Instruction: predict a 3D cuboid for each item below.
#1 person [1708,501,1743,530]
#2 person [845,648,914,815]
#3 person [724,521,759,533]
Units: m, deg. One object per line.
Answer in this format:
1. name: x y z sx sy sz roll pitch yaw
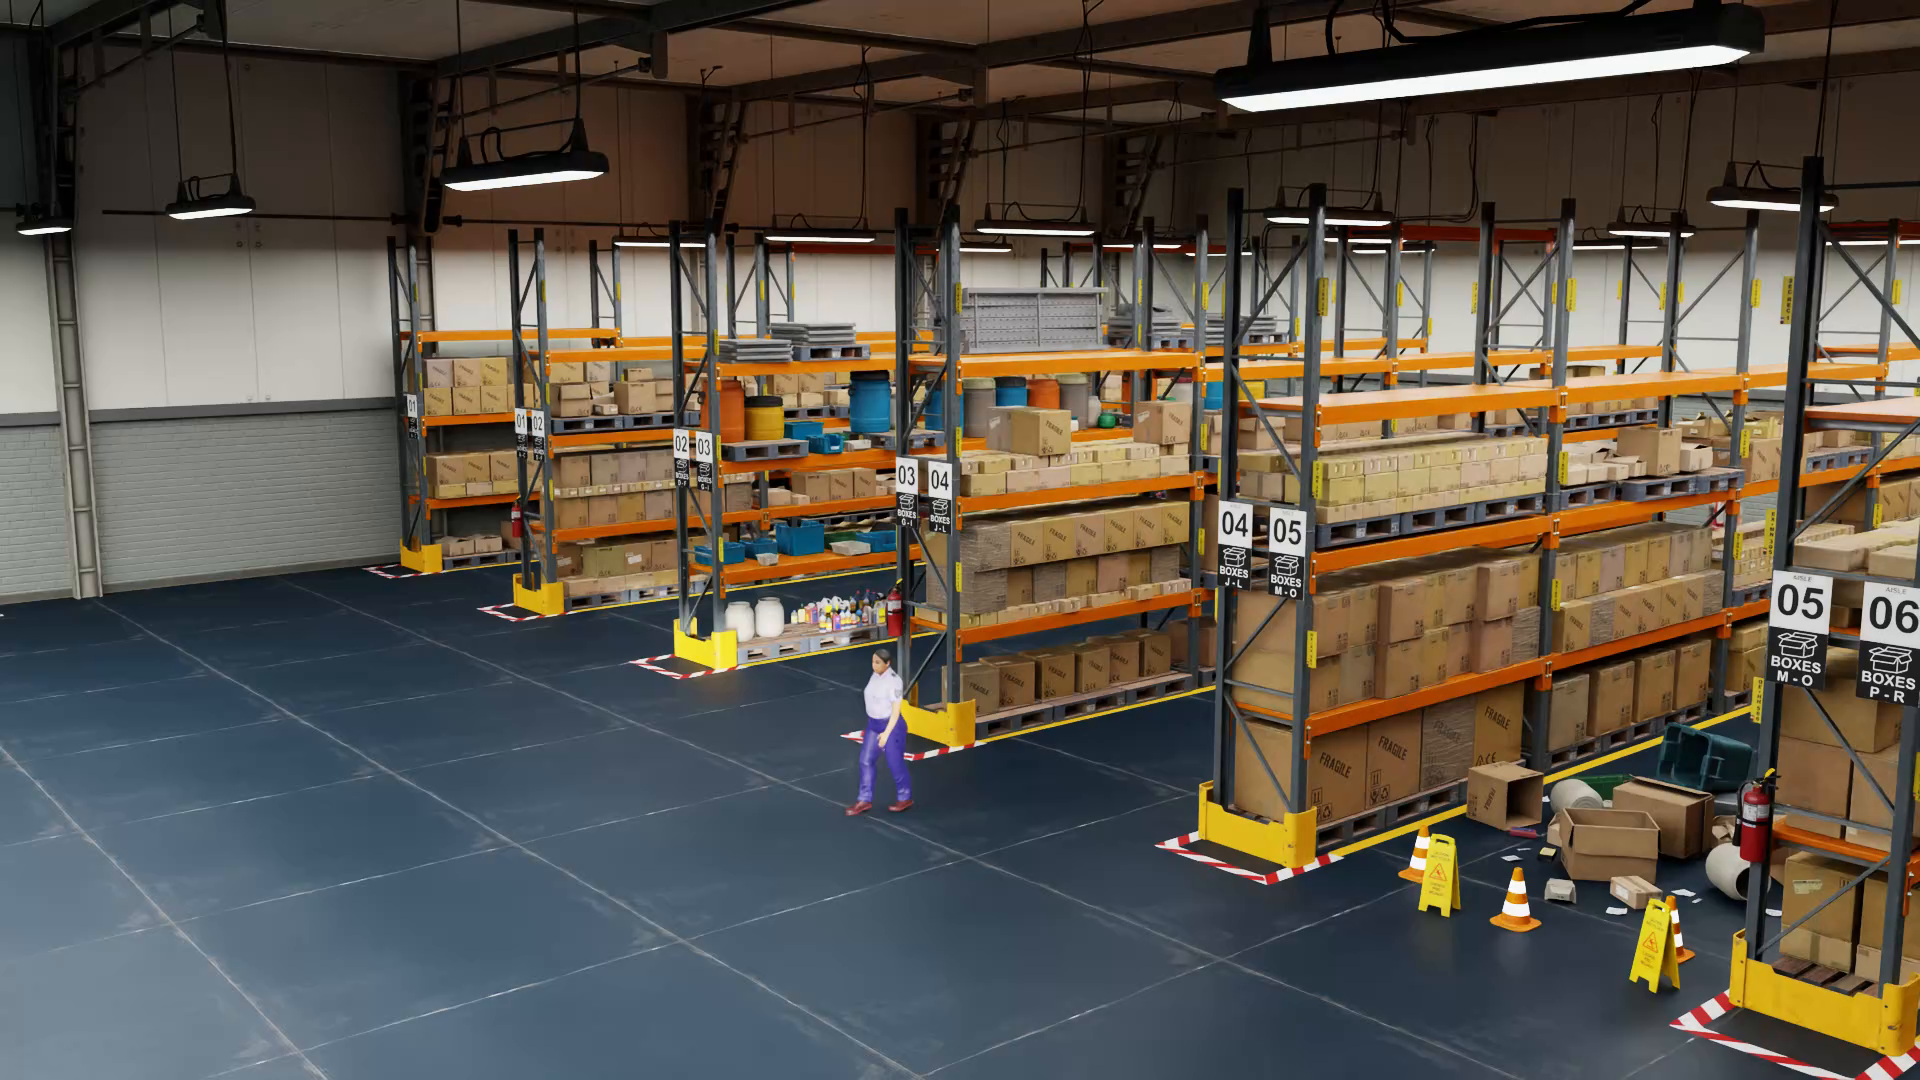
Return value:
1. person: 13.156 -0.111 28.584 0.516 1.718 1.059 2 9 15
2. person: -0.769 1.879 16.288 0.679 1.621 0.516 -7 11 -38
3. person: -4.395 -0.716 32.665 0.622 1.710 1.084 6 11 35
